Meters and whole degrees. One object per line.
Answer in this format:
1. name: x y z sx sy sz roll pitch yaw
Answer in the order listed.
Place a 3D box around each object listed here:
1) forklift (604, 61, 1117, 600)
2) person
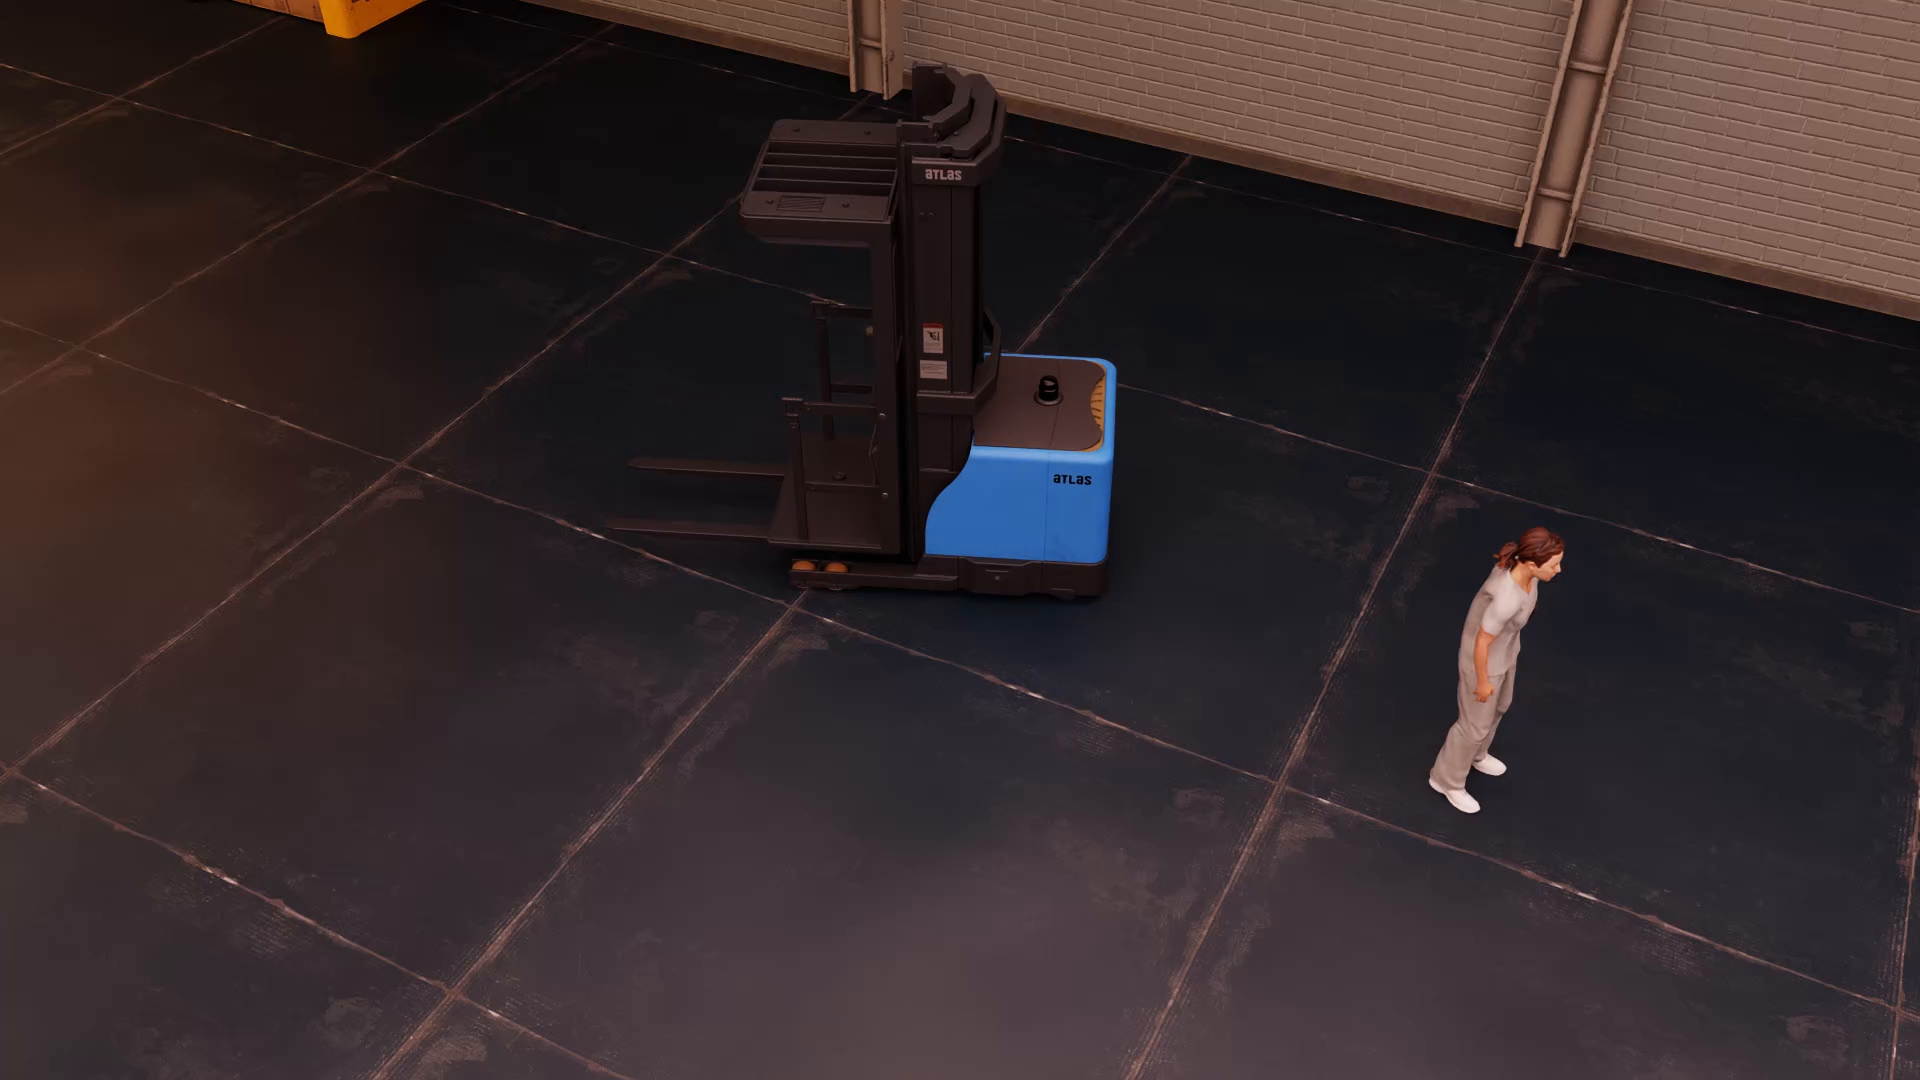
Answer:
1. forklift: -0.606 -1.157 9.360 3.031 2.935 1.130 3 40 4
2. person: 2.658 0.603 8.254 0.365 1.665 0.503 24 46 26
